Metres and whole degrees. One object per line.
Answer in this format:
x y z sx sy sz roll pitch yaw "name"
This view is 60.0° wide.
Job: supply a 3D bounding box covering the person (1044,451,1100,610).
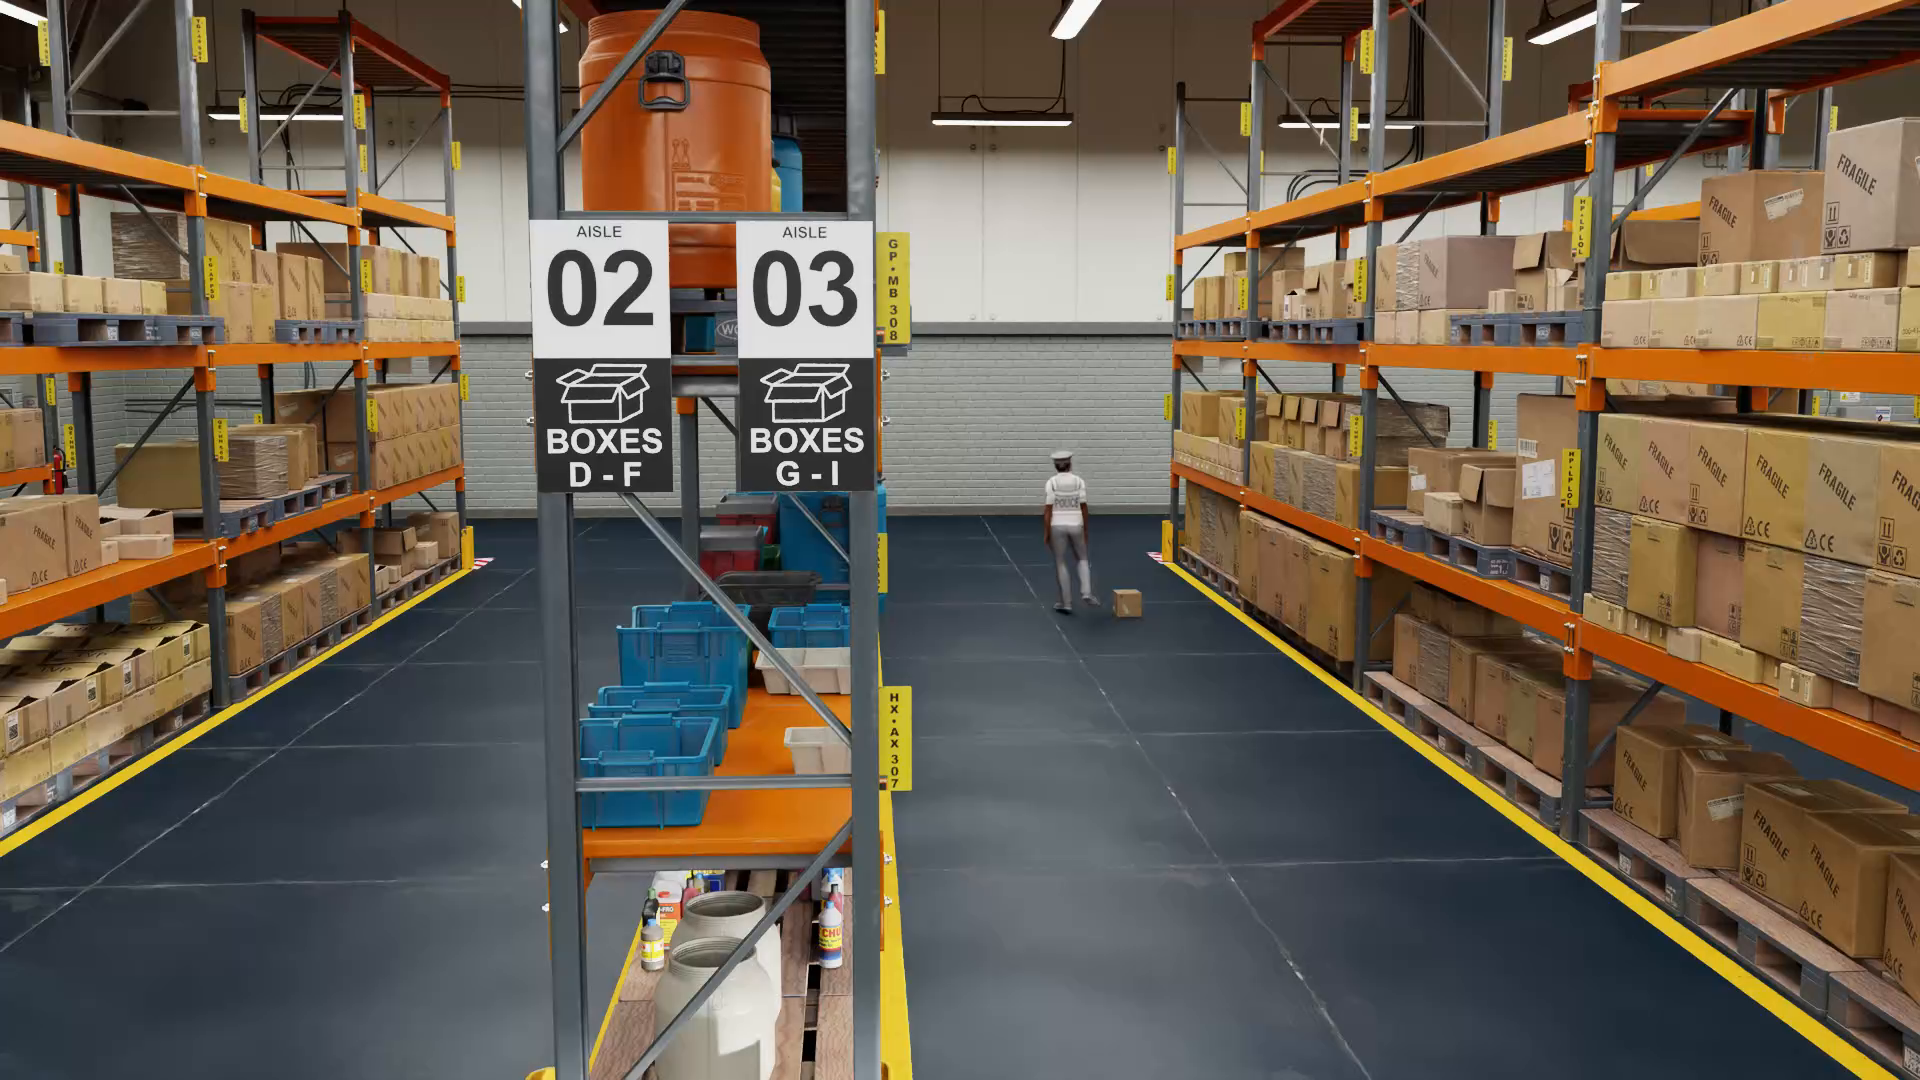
1.166 -0.092 17.374 0.590 1.659 0.459 -1 7 -11 "person"
